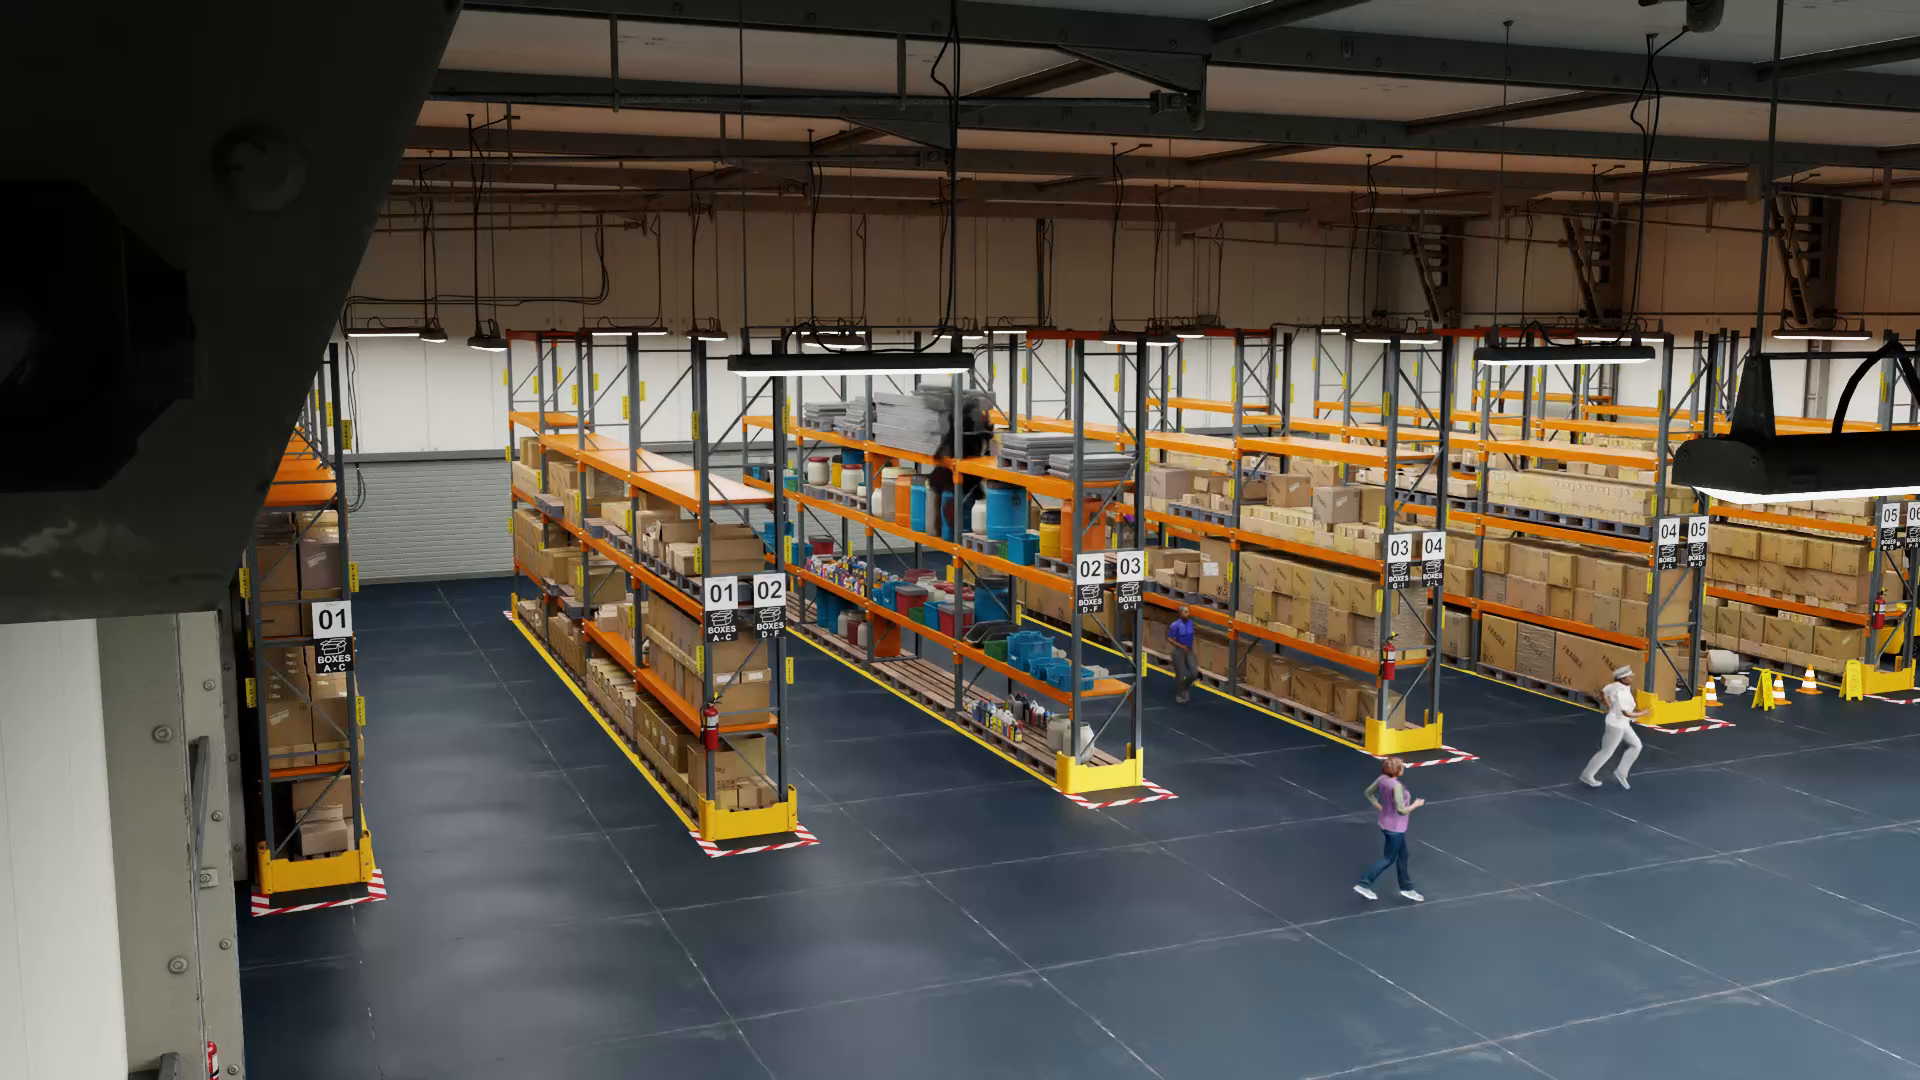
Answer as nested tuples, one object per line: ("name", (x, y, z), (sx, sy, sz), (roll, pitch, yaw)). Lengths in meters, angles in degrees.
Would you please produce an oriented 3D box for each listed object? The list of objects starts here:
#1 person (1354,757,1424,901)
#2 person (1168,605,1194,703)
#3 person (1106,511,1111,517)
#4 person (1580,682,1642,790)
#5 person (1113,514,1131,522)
("person", (4.622, 3.154, 17.814), (0.799, 1.516, 0.532), (-1, 8, -5))
("person", (3.644, 1.860, 27.002), (0.576, 1.617, 0.573), (-4, 9, -24))
("person", (3.544, -0.011, 40.976), (0.683, 1.575, 0.455), (7, 10, 40))
("person", (8.702, 2.618, 22.181), (0.765, 1.452, 0.380), (3, 8, 20))
("person", (4.032, -0.203, 41.292), (0.736, 1.662, 0.716), (-7, 10, -40))
